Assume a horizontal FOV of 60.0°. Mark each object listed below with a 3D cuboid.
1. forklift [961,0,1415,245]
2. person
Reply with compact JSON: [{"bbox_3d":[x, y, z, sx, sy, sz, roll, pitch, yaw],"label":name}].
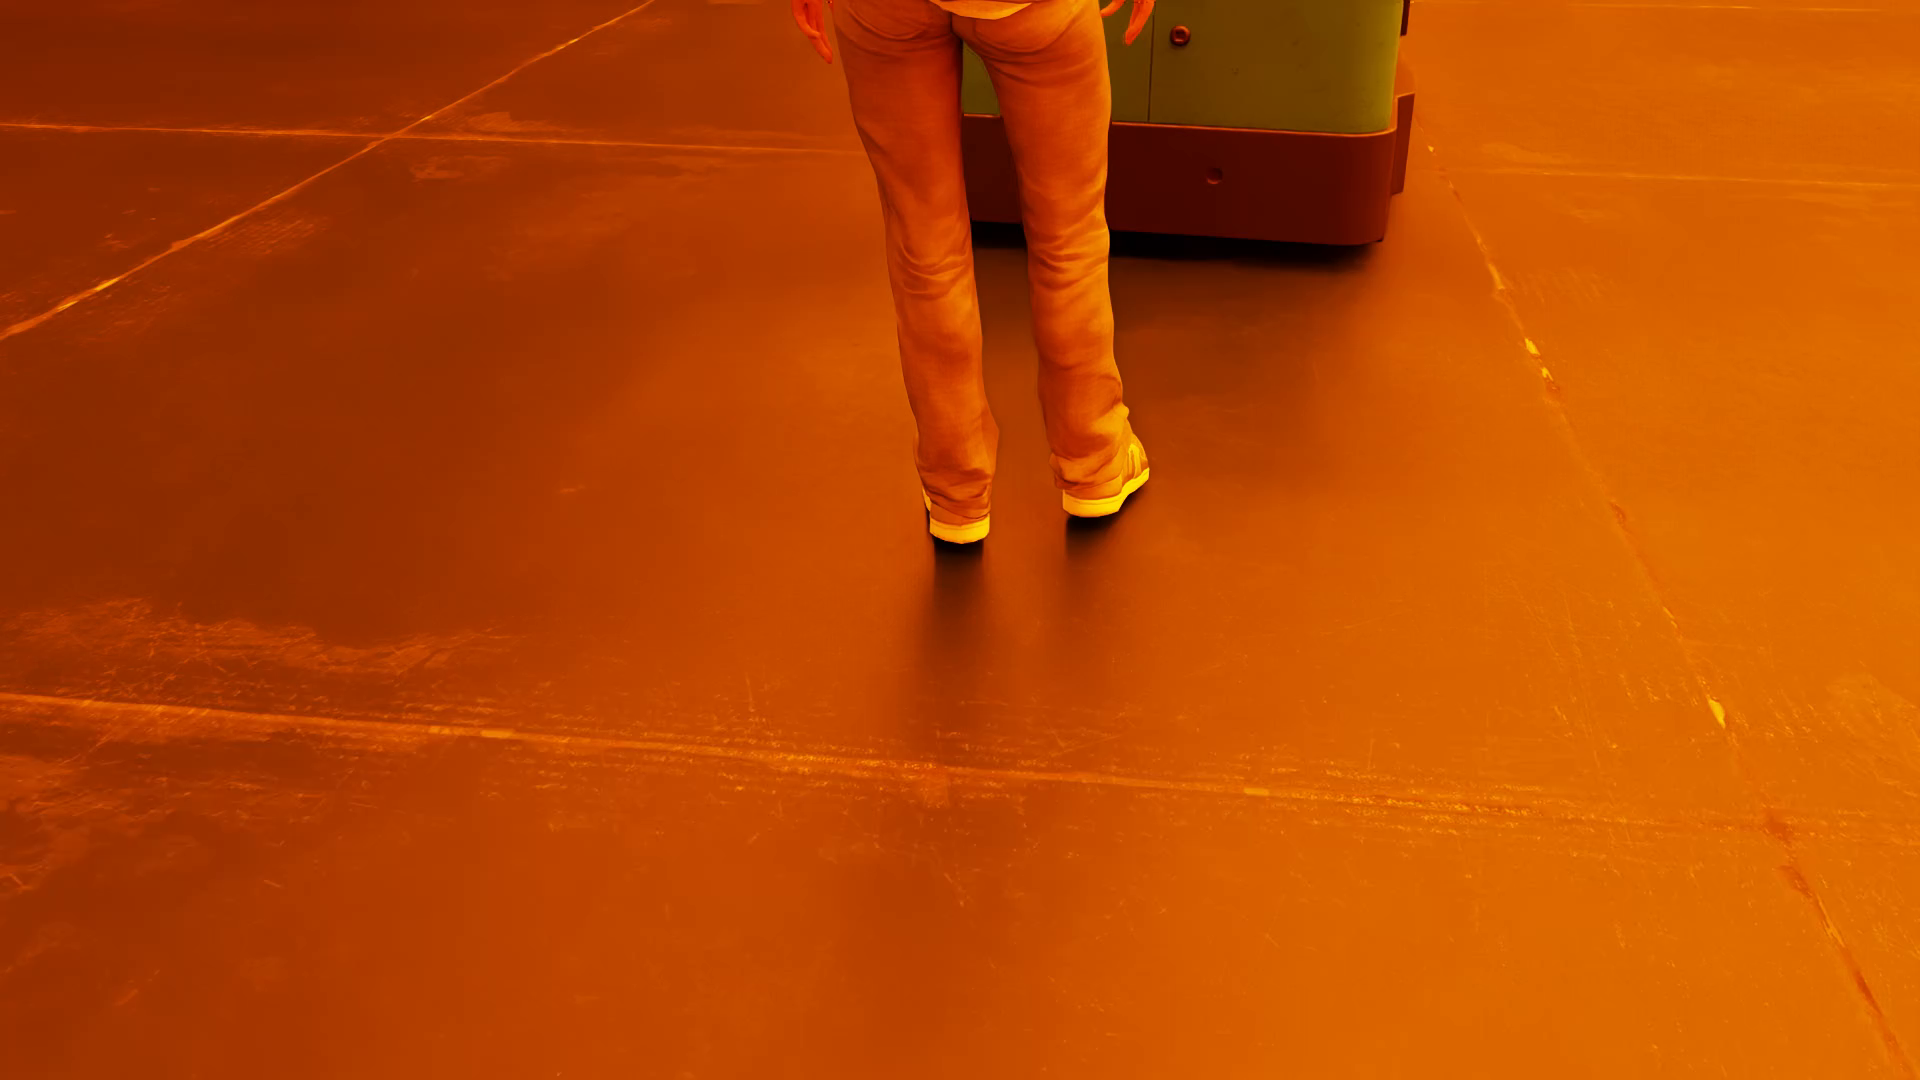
[{"bbox_3d":[0.766,-2.591,4.410,1.130,2.935,3.031,6,27,12],"label":"forklift"},{"bbox_3d":[0.024,-0.754,2.205,0.520,1.599,0.473,3,27,7],"label":"person"}]
